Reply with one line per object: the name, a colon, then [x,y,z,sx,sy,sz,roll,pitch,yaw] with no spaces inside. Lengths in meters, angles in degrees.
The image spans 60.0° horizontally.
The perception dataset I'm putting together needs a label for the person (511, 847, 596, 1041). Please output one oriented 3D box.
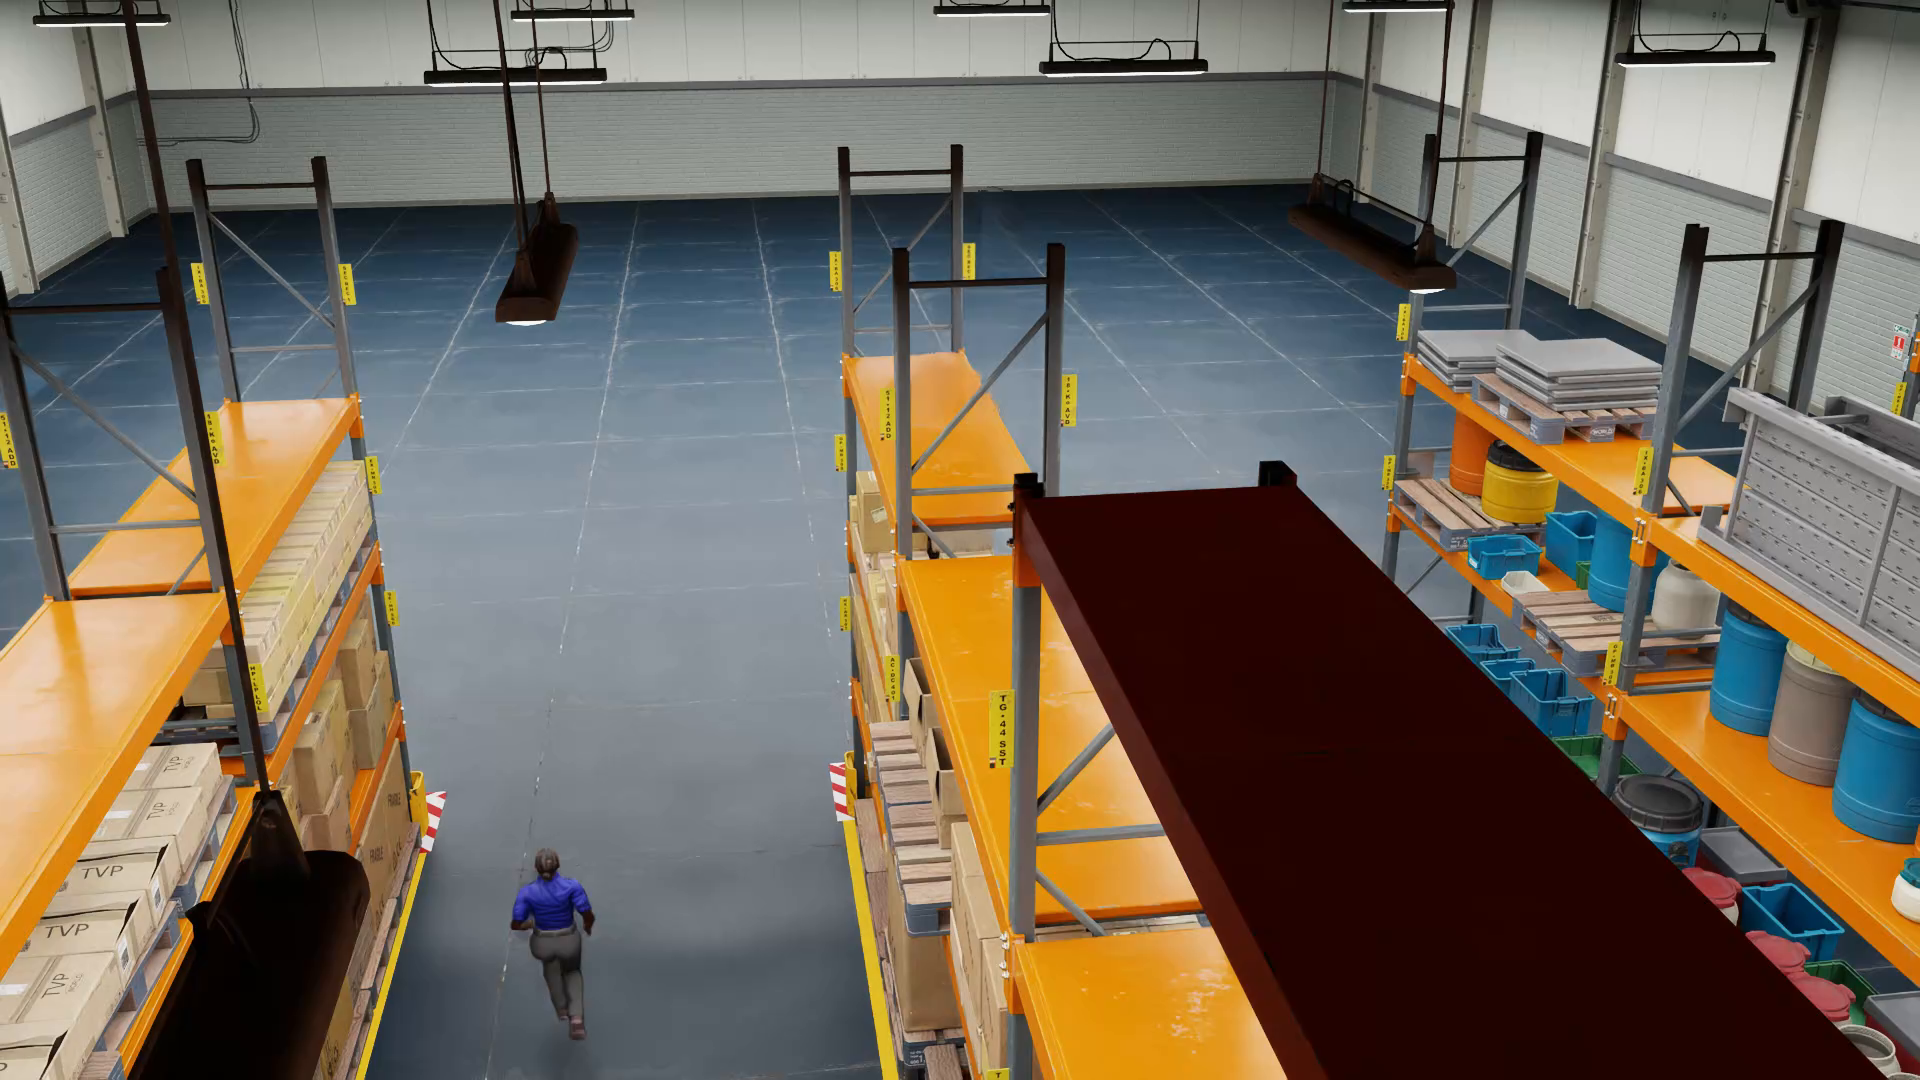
person: [-2.885,2.852,11.912,0.564,1.547,0.632,-5,22,-13]
